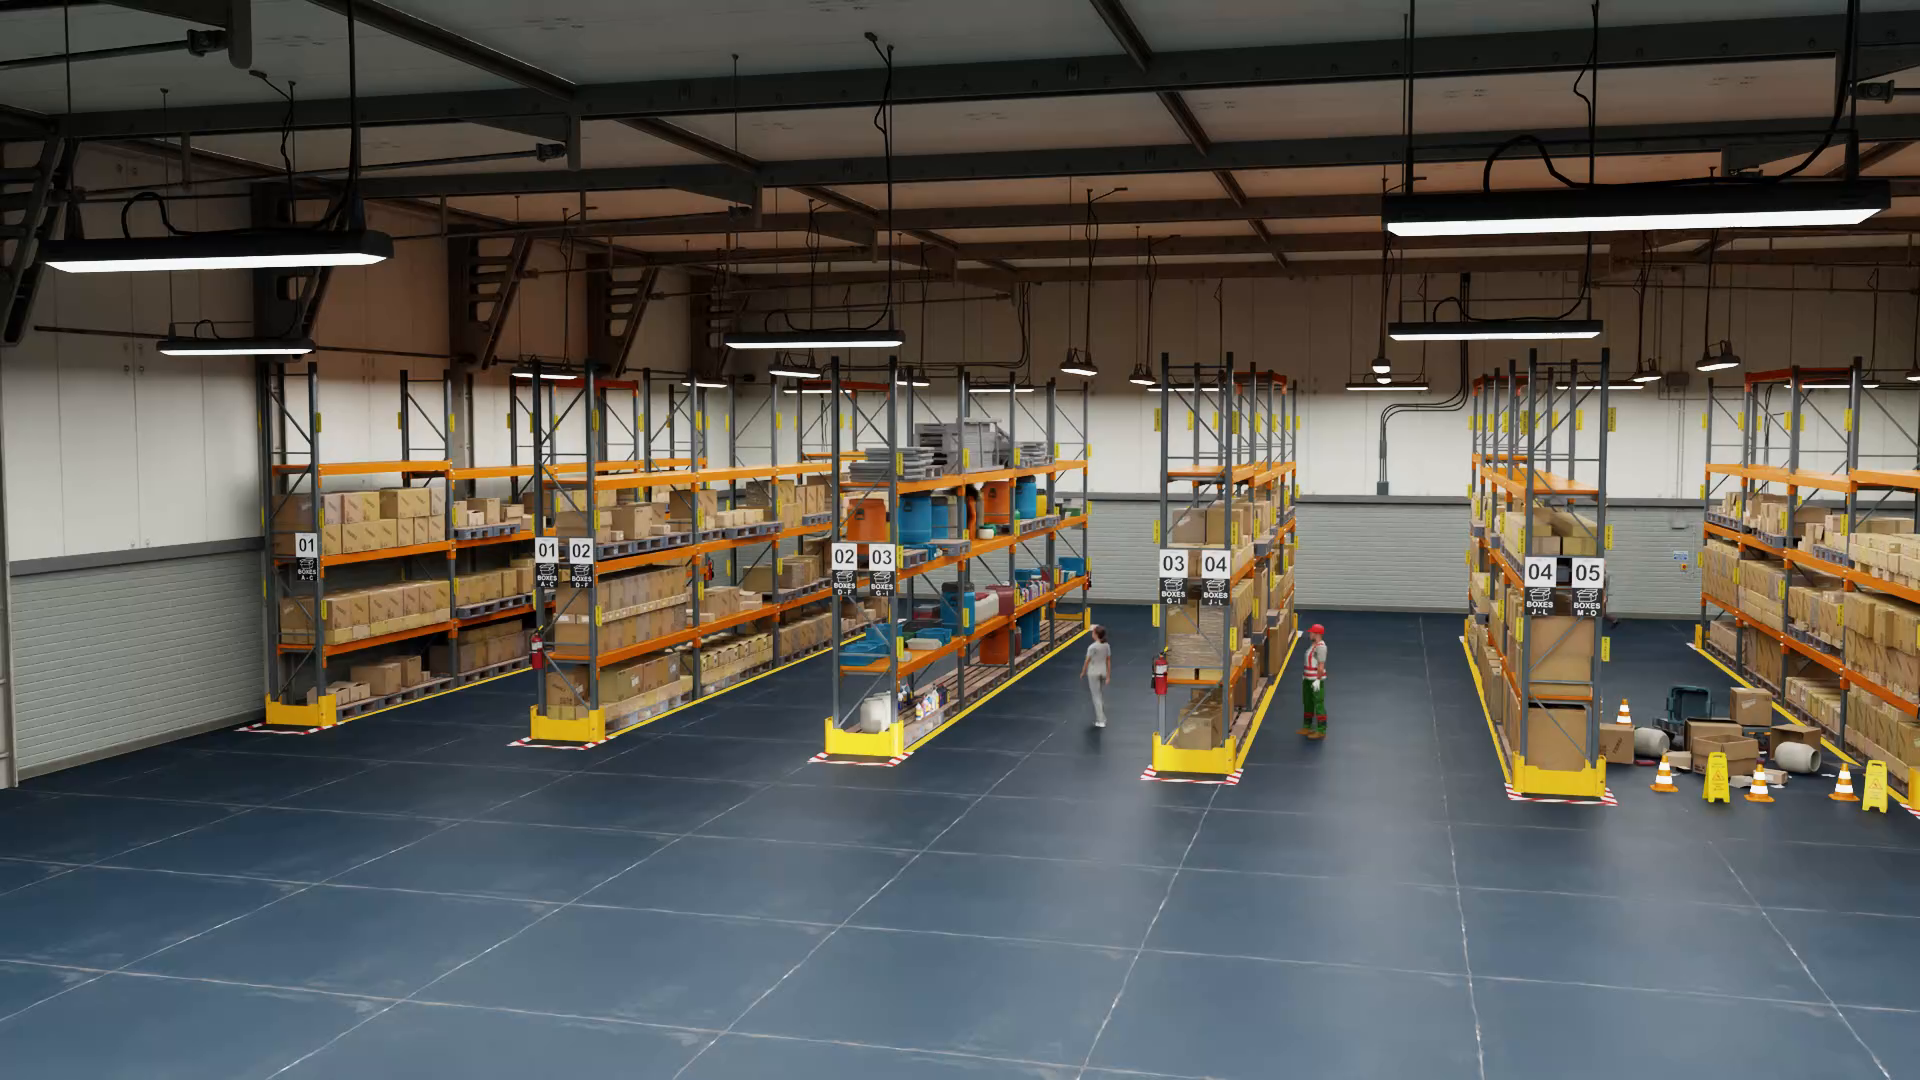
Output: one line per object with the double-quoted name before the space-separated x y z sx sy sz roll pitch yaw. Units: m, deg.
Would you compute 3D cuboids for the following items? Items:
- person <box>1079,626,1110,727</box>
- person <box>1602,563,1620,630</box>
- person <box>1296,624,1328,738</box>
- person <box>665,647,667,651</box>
"person" 2.220 2.226 27.422 0.473 1.656 0.698 -2 5 -28
"person" 15.421 1.343 39.958 0.787 1.682 0.594 -1 4 -11
"person" 5.630 2.235 26.570 0.456 1.785 0.593 -1 4 -17
"person" -6.021 1.763 33.451 0.510 1.776 0.622 0 4 3
